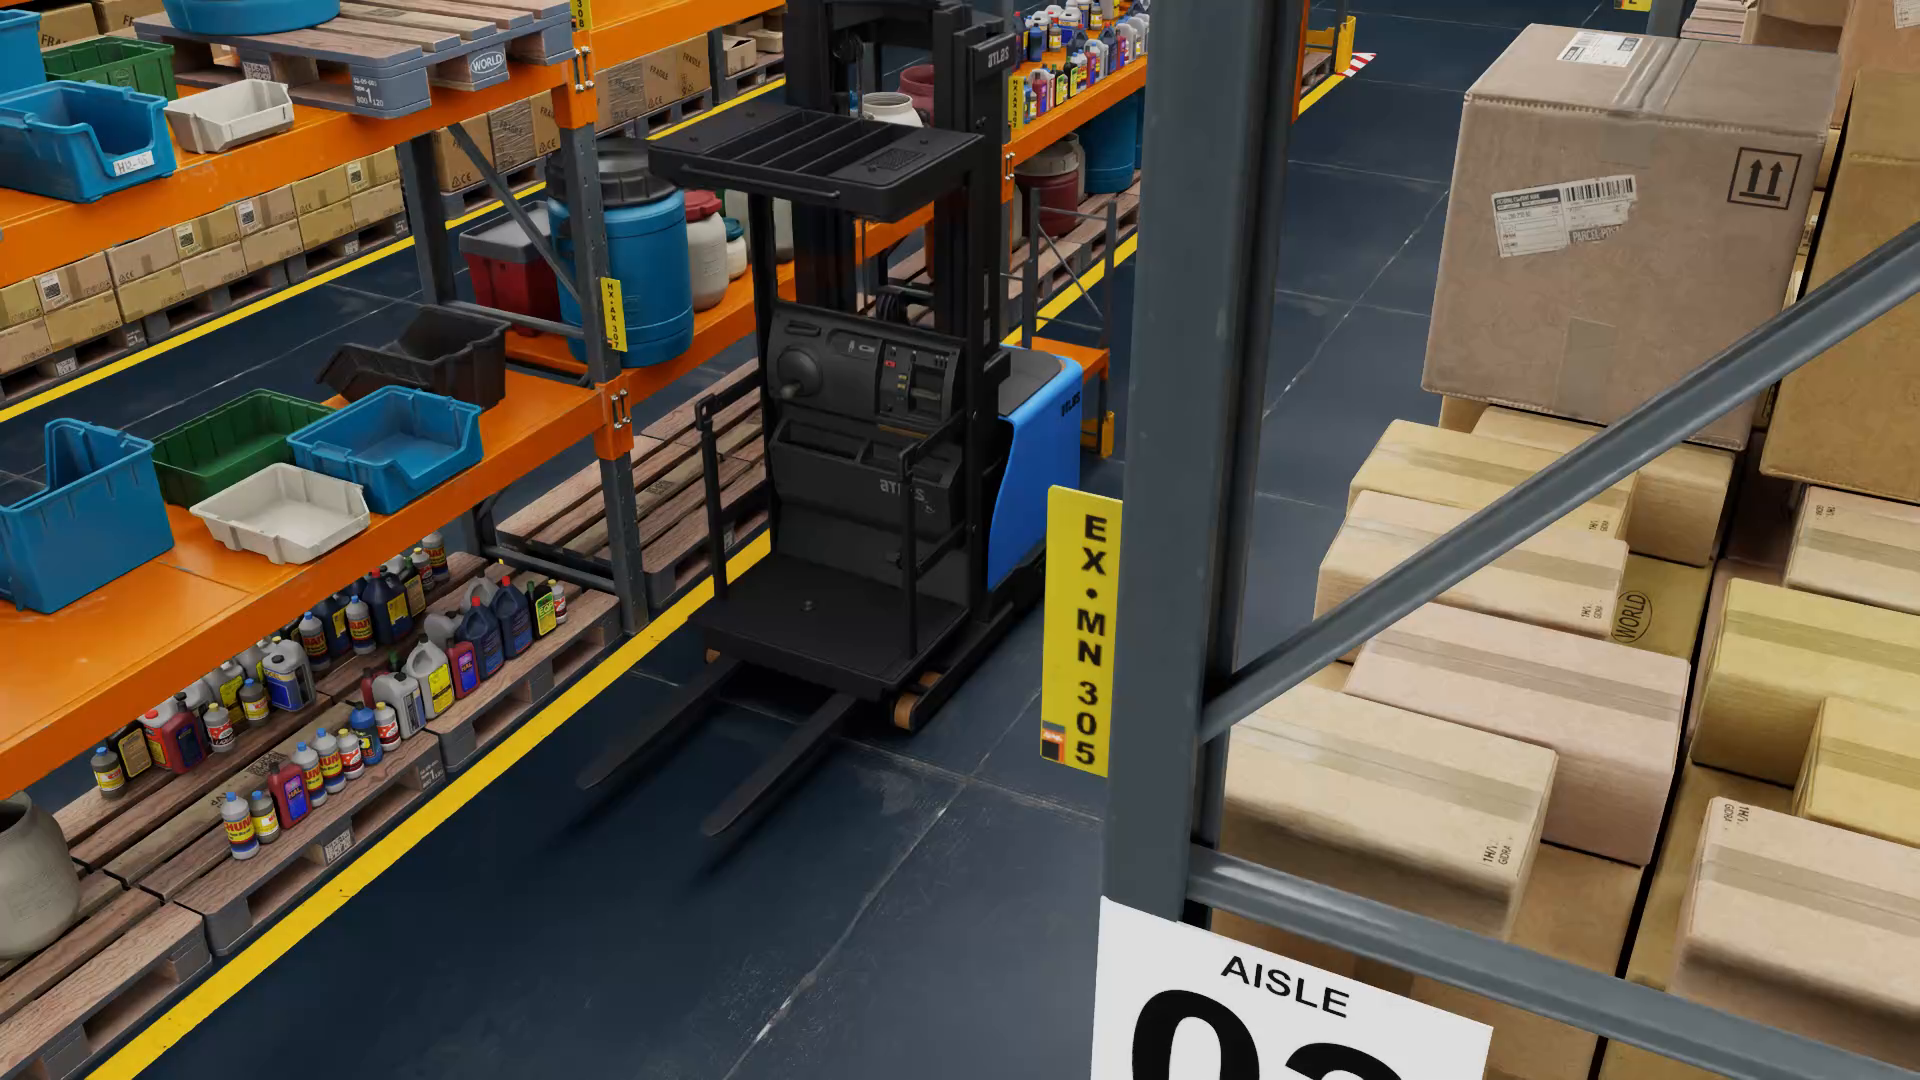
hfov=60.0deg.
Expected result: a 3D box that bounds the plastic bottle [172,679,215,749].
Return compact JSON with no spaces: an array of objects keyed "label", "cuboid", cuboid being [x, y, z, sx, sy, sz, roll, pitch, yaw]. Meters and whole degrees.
[{"label":"plastic bottle","cuboid":[-3.145,0.705,6.804,0.152,0.276,0.135,13,32,22]}]

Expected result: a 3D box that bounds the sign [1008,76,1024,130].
[{"label":"sign","cuboid":[0.344,-2.700,10.276,0.100,0.325,0.005,14,33,23]}]

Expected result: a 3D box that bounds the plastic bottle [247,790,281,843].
[{"label":"plastic bottle","cuboid":[-2.643,1.039,6.297,0.097,0.201,0.097,0,30,0]}]

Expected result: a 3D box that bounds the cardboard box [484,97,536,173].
[{"label":"cardboard box","cuboid":[-3.862,-3.354,13.646,0.500,0.500,0.500,13,32,22]}]

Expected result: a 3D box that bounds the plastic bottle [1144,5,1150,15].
[{"label":"plastic bottle","cuboid":[1.461,-3.939,12.647,0.144,0.351,0.185,14,33,23]}]

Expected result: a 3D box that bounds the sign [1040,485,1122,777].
[{"label":"sign","cuboid":[0.131,0.099,1.664,0.100,0.325,0.005,14,33,23]}]

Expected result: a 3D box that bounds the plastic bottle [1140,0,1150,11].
[{"label":"plastic bottle","cuboid":[1.417,-4.054,12.847,0.144,0.351,0.185,14,33,23]}]

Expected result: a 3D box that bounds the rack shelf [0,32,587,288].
[{"label":"rack shelf","cuboid":[-2.883,-1.080,5.329,1.077,0.370,4.000,14,33,23]}]

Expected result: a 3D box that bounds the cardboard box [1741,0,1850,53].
[{"label":"cardboard box","cuboid":[2.740,-1.568,4.931,0.797,0.503,0.637,13,32,21]}]

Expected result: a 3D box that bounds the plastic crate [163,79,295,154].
[{"label":"plastic crate","cuboid":[-2.343,-1.361,5.361,0.243,0.136,0.396,14,33,23]}]

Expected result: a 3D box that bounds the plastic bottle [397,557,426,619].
[{"label":"plastic bottle","cuboid":[-2.535,0.224,7.633,0.061,0.283,0.133,14,33,23]}]

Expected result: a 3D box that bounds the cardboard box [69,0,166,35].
[{"label":"cardboard box","cuboid":[-8.112,-4.932,16.063,0.750,0.750,0.750,14,33,23]}]

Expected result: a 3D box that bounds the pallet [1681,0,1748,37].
[{"label":"pallet","cuboid":[3.283,-1.784,6.020,1.213,0.211,1.003,14,33,23]}]

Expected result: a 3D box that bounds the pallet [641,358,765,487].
[{"label":"pallet","cuboid":[-1.094,-0.669,9.702,1.003,0.211,1.213,14,33,23]}]

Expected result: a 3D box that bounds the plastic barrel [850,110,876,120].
[{"label":"plastic barrel","cuboid":[-0.620,-2.108,9.297,0.421,0.512,0.421,0,30,0]}]

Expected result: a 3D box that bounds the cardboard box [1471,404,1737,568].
[{"label":"cardboard box","cuboid":[1.031,-0.117,2.679,0.380,0.149,0.250,15,33,24]}]

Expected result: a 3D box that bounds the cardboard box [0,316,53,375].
[{"label":"cardboard box","cuboid":[-5.975,-1.216,10.194,0.500,0.250,0.500,13,33,22]}]

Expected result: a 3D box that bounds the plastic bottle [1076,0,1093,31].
[{"label":"plastic bottle","cuboid":[0.956,-4.190,13.158,0.152,0.276,0.135,14,33,23]}]

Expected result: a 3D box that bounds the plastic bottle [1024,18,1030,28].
[{"label":"plastic bottle","cuboid":[0.474,-3.748,12.394,0.097,0.271,0.097,0,30,0]}]

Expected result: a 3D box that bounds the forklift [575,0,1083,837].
[{"label":"forklift","cuboid":[-0.523,-0.690,7.009,1.130,2.935,3.031,15,33,24]}]

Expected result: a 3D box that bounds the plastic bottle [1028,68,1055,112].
[{"label":"plastic bottle","cuboid":[0.546,-3.021,11.123,0.152,0.276,0.135,14,33,23]}]

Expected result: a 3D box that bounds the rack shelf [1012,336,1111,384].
[{"label":"rack shelf","cuboid":[0.373,-0.835,9.059,0.538,0.185,1.000,15,33,24]}]

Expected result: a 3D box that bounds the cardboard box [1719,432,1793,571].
[{"label":"cardboard box","cuboid":[1.524,0.079,2.738,0.500,0.250,0.500,14,33,23]}]

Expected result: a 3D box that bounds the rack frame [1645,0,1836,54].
[{"label":"rack frame","cuboid":[2.438,-2.456,3.990,1.000,3.000,0.127,14,33,23]}]

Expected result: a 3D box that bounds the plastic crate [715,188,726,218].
[{"label":"plastic crate","cuboid":[-1.429,-1.722,8.950,0.450,0.188,0.662,14,33,23]}]

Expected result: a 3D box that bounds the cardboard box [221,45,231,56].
[{"label":"cardboard box","cuboid":[-5.137,-3.485,11.897,0.500,0.311,0.500,14,33,23]}]

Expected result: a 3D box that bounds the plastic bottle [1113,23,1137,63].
[{"label":"plastic bottle","cuboid":[1.218,-3.675,12.261,0.152,0.276,0.135,14,33,23]}]

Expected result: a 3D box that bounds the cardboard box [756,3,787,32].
[{"label":"cardboard box","cuboid":[-1.884,-5.592,17.541,0.797,0.503,0.637,14,33,23]}]

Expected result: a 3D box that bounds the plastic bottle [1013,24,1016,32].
[{"label":"plastic bottle","cuboid":[0.375,-3.611,12.143,0.061,0.283,0.133,14,33,23]}]

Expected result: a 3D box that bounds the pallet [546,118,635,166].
[{"label":"pallet","cuboid":[-3.626,-3.529,14.683,1.003,0.211,1.213,14,33,23]}]

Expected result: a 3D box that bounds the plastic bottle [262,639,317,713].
[{"label":"plastic bottle","cuboid":[-2.845,0.571,7.037,0.152,0.276,0.135,14,33,23]}]

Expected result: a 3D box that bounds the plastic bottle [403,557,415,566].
[{"label":"plastic bottle","cuboid":[-2.600,0.177,7.798,0.097,0.201,0.097,0,30,0]}]

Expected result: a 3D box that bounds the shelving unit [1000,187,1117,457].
[{"label":"shelving unit","cuboid":[0.377,-0.995,8.977,0.587,1.500,1.083,15,33,24]}]

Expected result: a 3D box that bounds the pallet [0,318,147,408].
[{"label":"pallet","cuboid":[-6.078,-1.230,10.679,1.003,0.211,1.213,14,33,23]}]

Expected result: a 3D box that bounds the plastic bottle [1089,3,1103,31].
[{"label":"plastic bottle","cuboid":[1.076,-4.137,13.142,0.097,0.201,0.097,0,30,0]}]

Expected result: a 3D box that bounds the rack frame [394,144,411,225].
[{"label":"rack frame","cuboid":[-4.557,-3.877,12.489,1.000,3.000,0.127,14,33,23]}]

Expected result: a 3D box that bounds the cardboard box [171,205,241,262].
[{"label":"cardboard box","cuboid":[-5.270,-2.145,11.249,0.500,0.311,0.500,15,33,25]}]

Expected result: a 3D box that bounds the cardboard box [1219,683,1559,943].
[{"label":"cardboard box","cuboid":[0.464,0.316,1.925,0.380,0.149,0.250,14,33,23]}]

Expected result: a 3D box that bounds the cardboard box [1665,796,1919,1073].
[{"label":"cardboard box","cuboid":[0.947,0.441,1.709,0.380,0.149,0.250,14,33,23]}]

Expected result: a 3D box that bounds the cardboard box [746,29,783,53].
[{"label":"cardboard box","cuboid":[-1.966,-5.135,17.083,0.380,0.166,0.250,14,33,23]}]

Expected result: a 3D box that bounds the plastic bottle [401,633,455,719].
[{"label":"plastic bottle","cuboid":[-2.243,0.559,6.983,0.144,0.351,0.185,14,33,23]}]

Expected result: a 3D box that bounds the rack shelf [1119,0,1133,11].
[{"label":"rack shelf","cuboid":[2.584,-5.099,15.340,1.077,0.370,4.000,14,33,23]}]

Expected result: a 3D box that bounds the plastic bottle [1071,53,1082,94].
[{"label":"plastic bottle","cuboid":[0.789,-3.226,11.484,0.097,0.271,0.097,0,30,0]}]

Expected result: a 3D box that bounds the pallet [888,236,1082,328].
[{"label":"pallet","cuboid":[0.173,-1.901,11.848,1.003,0.211,1.213,14,33,23]}]

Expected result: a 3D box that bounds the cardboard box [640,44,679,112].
[{"label":"cardboard box","cuboid":[-2.937,-4.256,15.217,0.500,0.500,0.500,14,33,23]}]

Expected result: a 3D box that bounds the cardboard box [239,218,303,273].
[{"label":"cardboard box","cuboid":[-5.043,-2.126,11.780,0.500,0.250,0.500,15,33,24]}]

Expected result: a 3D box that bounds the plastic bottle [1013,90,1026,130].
[{"label":"plastic bottle","cuboid":[0.336,-2.816,10.766,0.152,0.276,0.135,14,33,23]}]

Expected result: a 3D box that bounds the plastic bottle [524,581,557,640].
[{"label":"plastic bottle","cuboid":[-1.897,0.297,7.506,0.061,0.283,0.133,16,34,26]}]

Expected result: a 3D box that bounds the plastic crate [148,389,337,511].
[{"label":"plastic crate","cuboid":[-2.841,-0.348,6.557,0.450,0.188,0.662,14,33,23]}]

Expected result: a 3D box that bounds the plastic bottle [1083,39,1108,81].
[{"label":"plastic bottle","cuboid":[0.967,-3.431,11.837,0.152,0.276,0.135,14,33,23]}]

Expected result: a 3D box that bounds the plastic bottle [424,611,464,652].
[{"label":"plastic bottle","cuboid":[-2.239,0.426,7.290,0.152,0.276,0.135,14,33,23]}]

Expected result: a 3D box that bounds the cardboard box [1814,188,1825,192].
[{"label":"cardboard box","cuboid":[2.462,-0.829,4.320,0.500,0.250,0.500,16,33,25]}]

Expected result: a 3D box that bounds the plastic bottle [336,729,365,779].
[{"label":"plastic bottle","cuboid":[-2.443,0.845,6.635,0.097,0.201,0.097,0,30,0]}]

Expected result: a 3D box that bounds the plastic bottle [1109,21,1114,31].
[{"label":"plastic bottle","cuboid":[1.098,-3.693,12.297,0.097,0.271,0.097,0,30,0]}]

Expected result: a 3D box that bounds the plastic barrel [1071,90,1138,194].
[{"label":"plastic barrel","cuboid":[1.087,-3.245,13.075,0.600,0.901,0.708,14,33,23]}]

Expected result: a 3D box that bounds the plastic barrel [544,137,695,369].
[{"label":"plastic barrel","cuboid":[-1.526,-1.298,7.495,0.600,0.901,0.708,14,33,23]}]

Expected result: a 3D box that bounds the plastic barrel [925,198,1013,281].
[{"label":"plastic barrel","cuboid":[0.058,-2.213,11.349,0.600,0.830,0.708,14,33,23]}]

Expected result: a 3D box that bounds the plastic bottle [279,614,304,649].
[{"label":"plastic bottle","cuboid":[-2.907,0.420,7.292,0.061,0.283,0.133,16,33,25]}]

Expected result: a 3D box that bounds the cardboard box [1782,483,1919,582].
[{"label":"cardboard box","cuboid":[1.458,-0.004,2.482,0.380,0.149,0.250,14,33,23]}]
